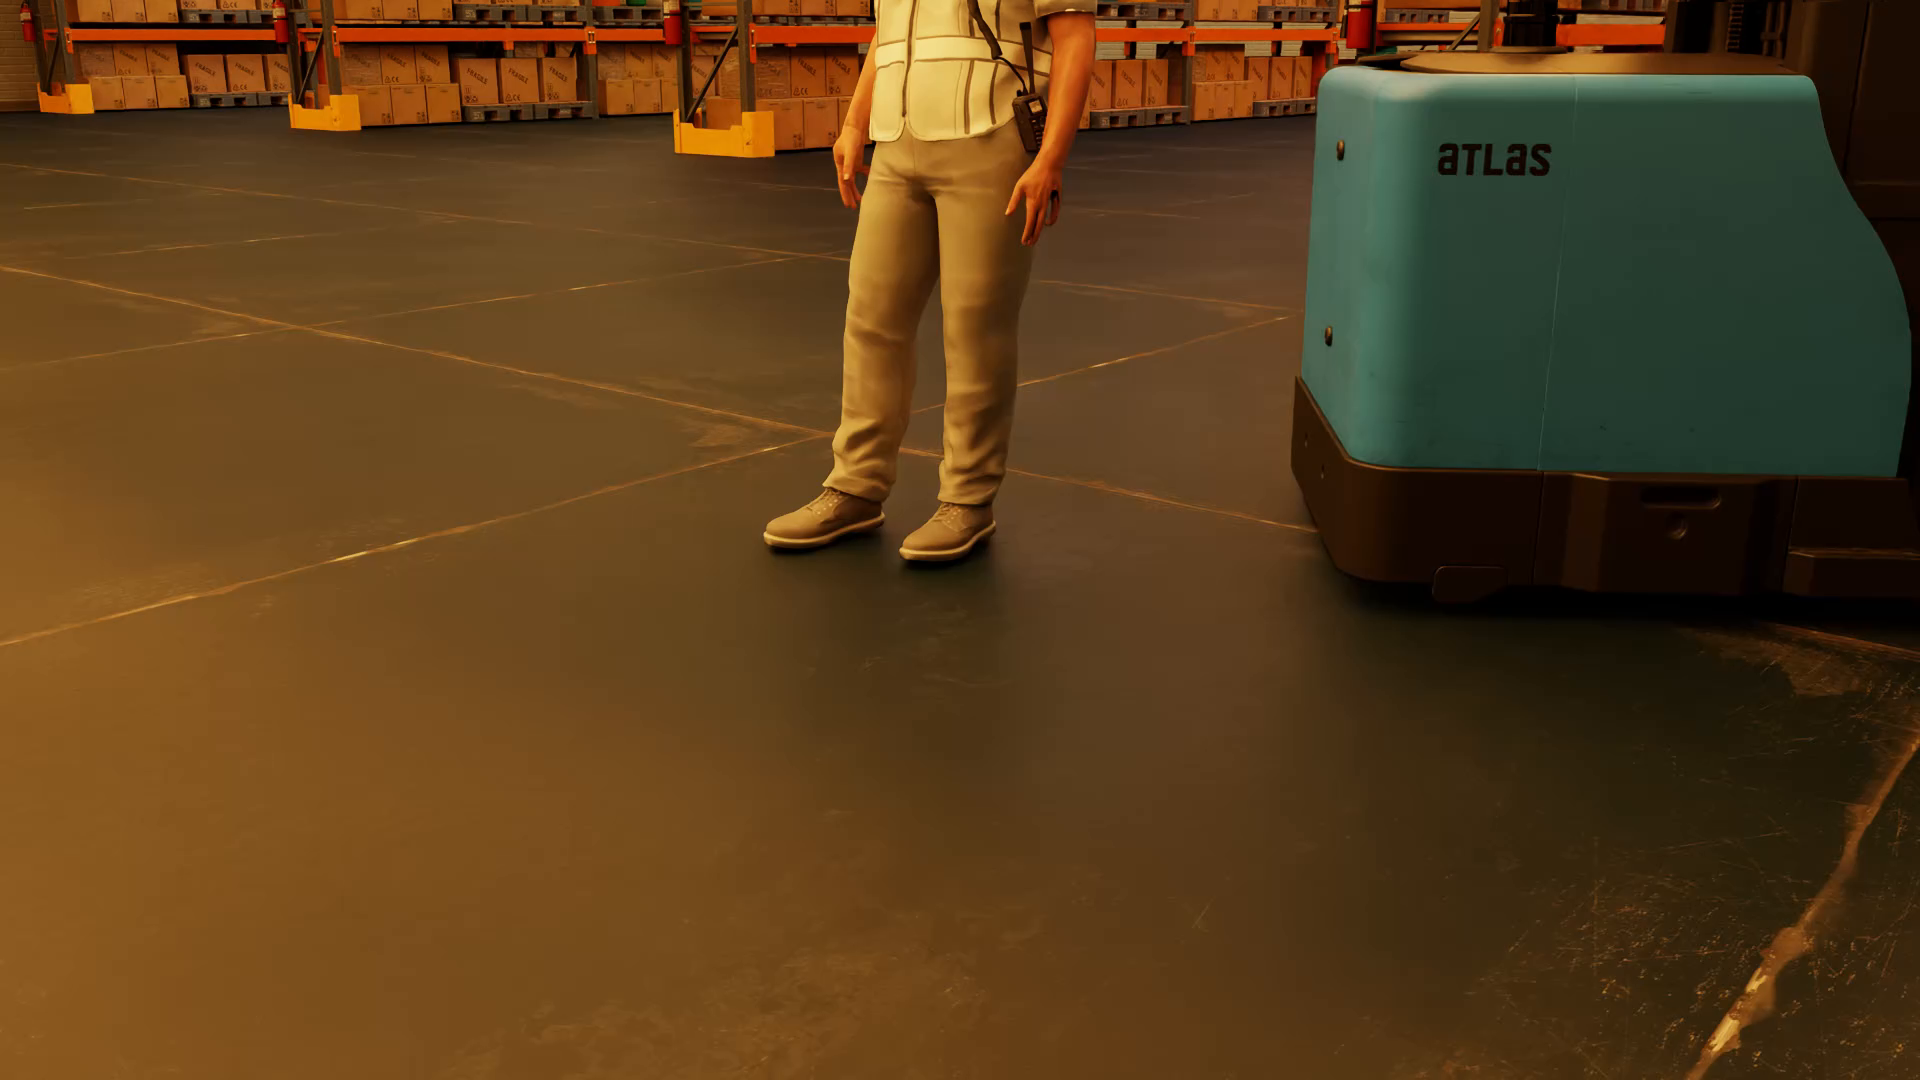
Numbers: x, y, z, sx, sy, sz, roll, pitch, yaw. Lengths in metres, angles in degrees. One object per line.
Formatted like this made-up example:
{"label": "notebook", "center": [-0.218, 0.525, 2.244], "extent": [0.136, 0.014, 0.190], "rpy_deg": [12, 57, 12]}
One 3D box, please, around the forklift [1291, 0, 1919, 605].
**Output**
{"label": "forklift", "center": [2.336, -1.365, 3.393], "extent": [3.031, 2.935, 1.130], "rpy_deg": [1, 17, 4]}

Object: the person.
{"label": "person", "center": [-0.059, -0.844, 3.631], "extent": [0.640, 1.781, 0.575], "rpy_deg": [13, 21, 37]}
